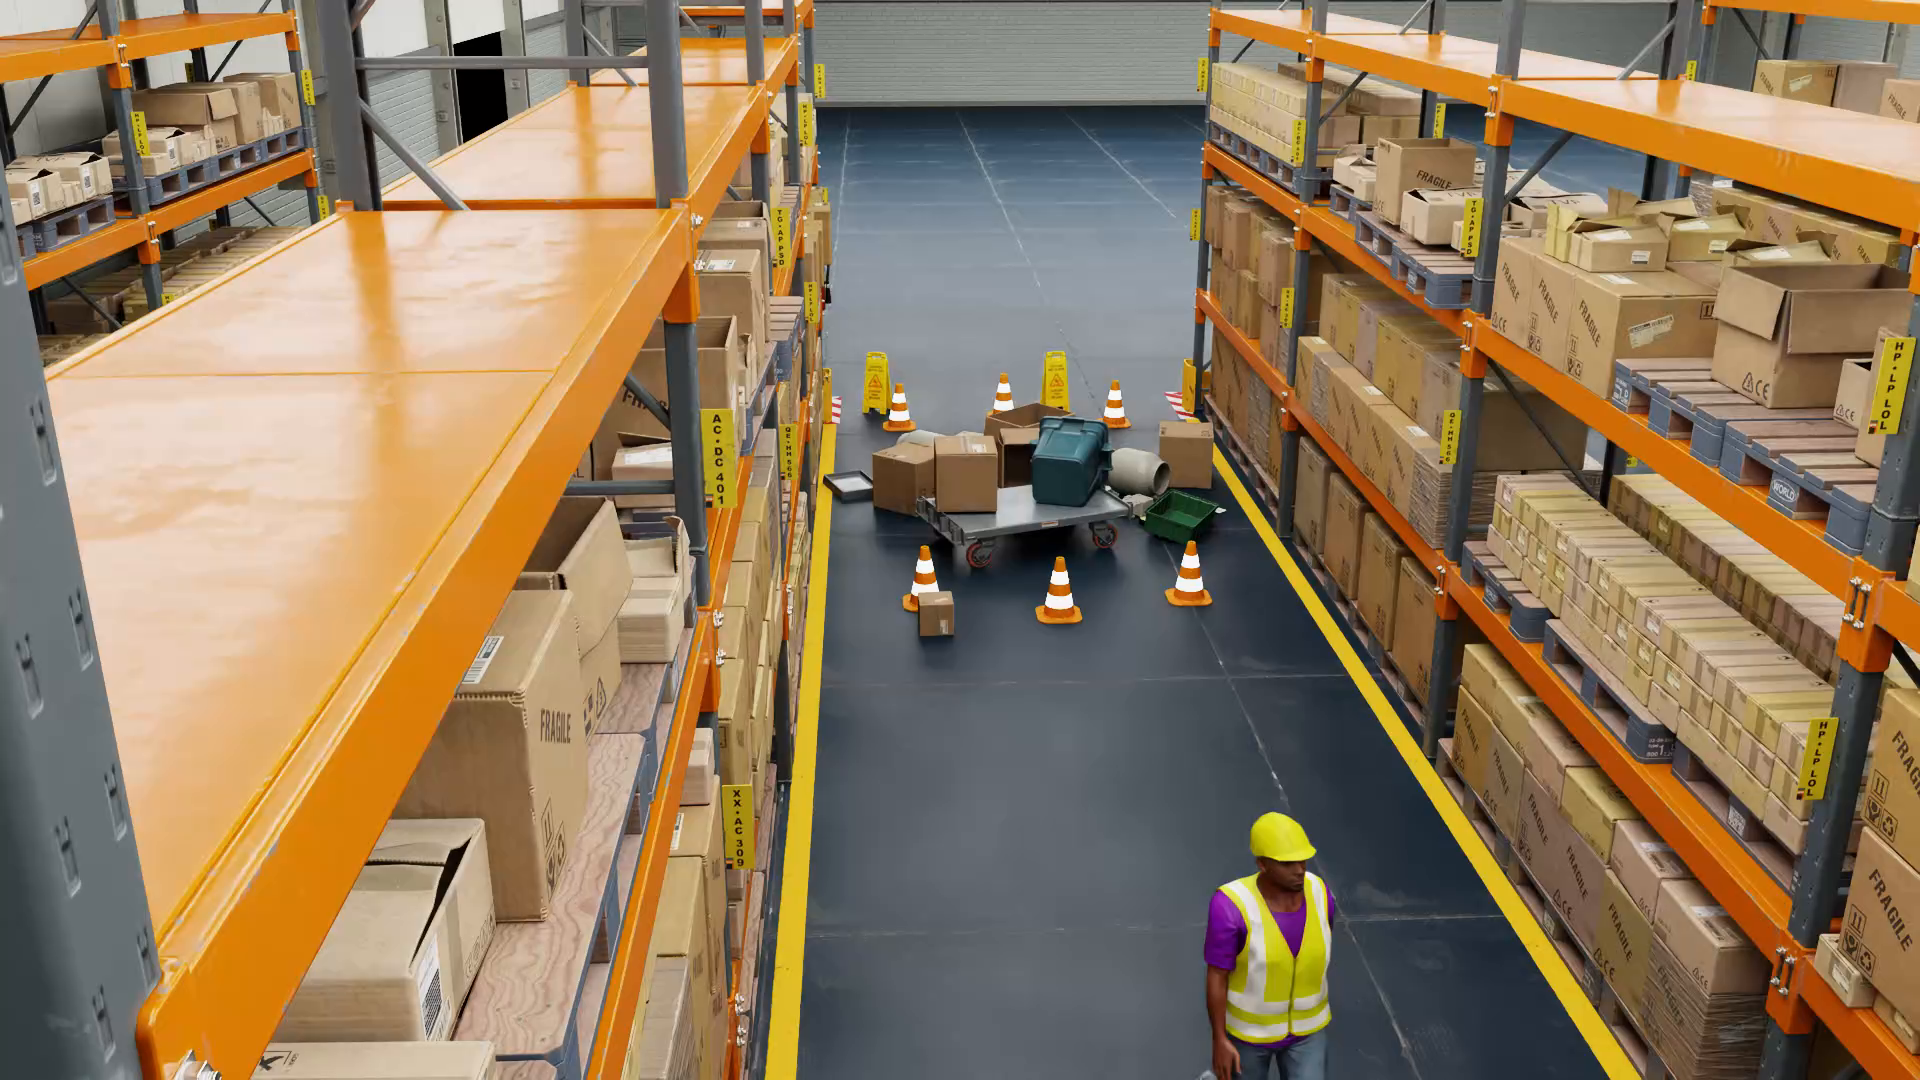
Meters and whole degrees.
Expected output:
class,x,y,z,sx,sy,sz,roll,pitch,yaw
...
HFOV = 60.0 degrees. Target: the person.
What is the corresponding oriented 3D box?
class,x,y,z,sx,sy,sz,roll,pitch,yaw
person,1.206,1.861,6.491,0.558,1.734,0.917,-4,21,-12
